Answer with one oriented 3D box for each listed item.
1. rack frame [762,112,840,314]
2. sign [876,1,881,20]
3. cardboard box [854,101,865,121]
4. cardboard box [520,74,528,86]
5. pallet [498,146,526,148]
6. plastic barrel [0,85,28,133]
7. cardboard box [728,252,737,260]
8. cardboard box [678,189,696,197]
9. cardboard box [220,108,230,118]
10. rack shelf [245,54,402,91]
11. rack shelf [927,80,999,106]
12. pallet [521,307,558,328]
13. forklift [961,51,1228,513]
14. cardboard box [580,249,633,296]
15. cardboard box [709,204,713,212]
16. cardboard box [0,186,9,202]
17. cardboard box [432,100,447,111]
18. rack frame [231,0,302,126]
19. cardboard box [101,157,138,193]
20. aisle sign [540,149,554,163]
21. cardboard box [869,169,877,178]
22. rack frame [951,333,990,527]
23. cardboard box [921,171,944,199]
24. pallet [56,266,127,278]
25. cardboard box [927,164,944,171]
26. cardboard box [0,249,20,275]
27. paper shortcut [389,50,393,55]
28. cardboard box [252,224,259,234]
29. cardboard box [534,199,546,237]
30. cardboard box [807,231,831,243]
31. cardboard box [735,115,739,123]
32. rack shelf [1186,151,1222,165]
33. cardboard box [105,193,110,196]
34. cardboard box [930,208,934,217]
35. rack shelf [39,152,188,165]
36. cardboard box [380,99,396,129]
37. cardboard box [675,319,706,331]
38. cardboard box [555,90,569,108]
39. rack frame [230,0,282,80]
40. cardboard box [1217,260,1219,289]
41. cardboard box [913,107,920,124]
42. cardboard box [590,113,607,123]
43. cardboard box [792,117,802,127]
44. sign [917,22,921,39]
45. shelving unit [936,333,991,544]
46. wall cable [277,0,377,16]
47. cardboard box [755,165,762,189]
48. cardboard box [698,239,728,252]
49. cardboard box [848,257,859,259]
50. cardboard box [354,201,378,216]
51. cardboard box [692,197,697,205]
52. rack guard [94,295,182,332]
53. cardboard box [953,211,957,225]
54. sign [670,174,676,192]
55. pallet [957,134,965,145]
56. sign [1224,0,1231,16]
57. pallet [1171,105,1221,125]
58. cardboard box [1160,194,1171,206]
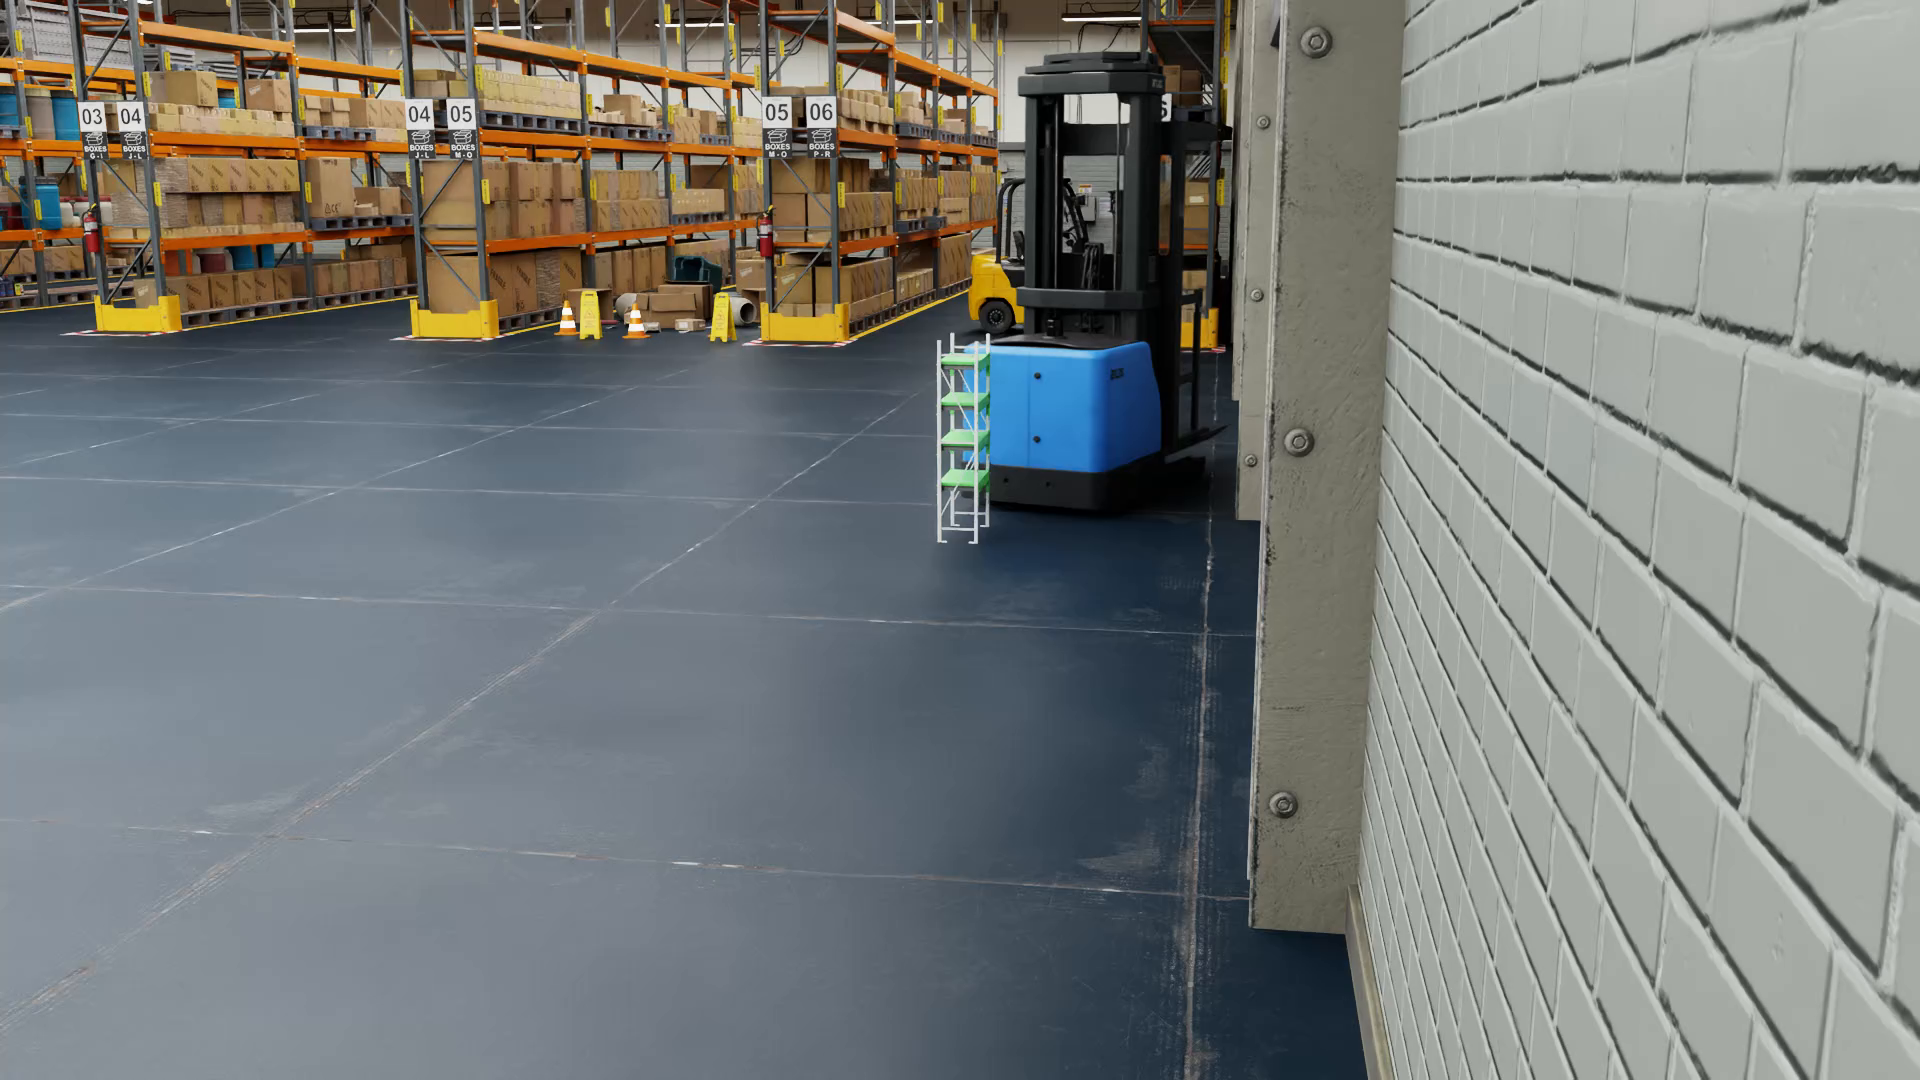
[{"bbox_3d":[-2.117,-4.175,22.245,1.000,3.000,0.127,2,12,9],"label":"rack frame"},{"bbox_3d":[-1.435,-9.324,29.306,0.100,0.325,0.005,2,12,9],"label":"sign"},{"bbox_3d":[-1.634,-6.022,23.347,0.500,0.250,0.500,2,12,10],"label":"cardboard box"},{"bbox_3d":[-6.461,-6.625,23.966,0.380,0.149,0.250,2,12,8],"label":"cardboard box"},{"bbox_3d":[-9.737,-8.840,36.983,1.003,0.211,1.213,2,12,9],"label":"pallet"},{"bbox_3d":[-16.324,-7.313,28.499,0.600,0.901,0.708,2,12,9],"label":"plastic barrel"},{"bbox_3d":[-4.920,-5.980,34.978,0.380,0.149,0.250,2,12,11],"label":"cardboard box"},{"bbox_3d":[-5.330,-6.716,32.226,0.380,0.149,0.250,2,12,10],"label":"cardboard box"},{"bbox_3d":[-11.384,-6.512,25.378,0.380,0.149,0.250,1,12,7],"label":"cardboard box"},{"bbox_3d":[-10.986,-8.130,29.017,1.077,0.370,4.000,2,12,9],"label":"rack shelf"},{"bbox_3d":[0.036,-9.475,35.254,1.077,0.370,4.000,2,12,9],"label":"rack shelf"},{"bbox_3d":[-6.788,-3.373,25.145,1.003,0.211,1.213,2,12,9],"label":"pallet"},{"bbox_3d":[1.127,-1.876,11.741,1.130,2.935,3.031,6,14,27],"label":"forklift"},{"bbox_3d":[-6.250,-4.585,28.493,1.050,0.750,0.750,2,12,9],"label":"cardboard box"},{"bbox_3d":[-5.162,-6.648,33.318,0.380,0.149,0.250,1,12,6],"label":"cardboard box"},{"bbox_3d":[-20.152,-7.056,34.381,0.700,0.500,0.500,4,13,19],"label":"cardboard box"},{"bbox_3d":[-7.307,-5.992,22.920,0.380,0.149,0.250,2,12,9],"label":"cardboard box"},{"bbox_3d":[-11.294,-8.261,26.967,1.000,3.000,0.127,2,12,9],"label":"rack frame"},{"bbox_3d":[-12.068,-5.302,24.156,0.500,0.500,0.500,2,12,9],"label":"cardboard box"},{"bbox_3d":[-9.733,-9.122,39.031,0.394,0.787,0.004,2,12,9],"label":"aisle sign"},{"bbox_3d":[-1.561,-5.971,27.102,0.380,0.149,0.250,2,12,7],"label":"cardboard box"},{"bbox_3d":[0.063,-0.672,10.263,0.240,1.200,0.015,2,12,9],"label":"rack frame"},{"bbox_3d":[-0.569,-6.473,30.296,0.500,0.500,0.500,1,12,7],"label":"cardboard box"},{"bbox_3d":[-19.745,-6.095,37.776,1.003,0.211,1.213,2,12,9],"label":"pallet"},{"bbox_3d":[-0.538,-7.602,33.998,0.380,0.149,0.250,2,12,7],"label":"cardboard box"},{"bbox_3d":[-19.957,-5.775,34.560,0.500,0.500,0.500,2,12,8],"label":"cardboard box"},{"bbox_3d":[-10.994,-9.454,32.170,0.009,0.170,0.078,12,-17,6],"label":"paper shortcut"},{"bbox_3d":[-11.278,-4.893,26.174,0.380,0.149,0.250,2,12,9],"label":"cardboard box"},{"bbox_3d":[-6.697,-4.806,24.816,0.875,0.550,0.500,2,12,9],"label":"cardboard box"},{"bbox_3d":[-1.860,-4.116,22.569,0.380,0.149,0.250,2,12,9],"label":"cardboard box"},{"bbox_3d":[-4.819,-8.753,34.591,0.380,0.149,0.250,1,12,6],"label":"cardboard box"},{"bbox_3d":[4.942,-8.044,34.785,1.077,0.370,4.000,2,12,9],"label":"rack shelf"},{"bbox_3d":[-19.422,-8.050,37.615,0.500,0.500,0.500,1,12,7],"label":"cardboard box"},{"bbox_3d":[-0.669,-5.735,29.083,0.380,0.149,0.250,2,12,8],"label":"cardboard box"},{"bbox_3d":[-19.544,-8.847,38.511,1.077,0.370,4.000,2,12,9],"label":"rack shelf"},{"bbox_3d":[-10.573,-7.706,30.088,0.500,0.500,0.500,2,12,9],"label":"cardboard box"},{"bbox_3d":[-3.911,-3.119,24.115,0.380,0.149,0.250,10,15,38],"label":"cardboard box"},{"bbox_3d":[-6.308,-6.723,25.367,0.500,0.250,0.500,2,12,8],"label":"cardboard box"},{"bbox_3d":[-14.957,-10.087,35.439,1.000,3.000,0.127,2,12,9],"label":"rack frame"},{"bbox_3d":[4.456,-4.844,30.285,0.500,0.500,0.500,2,12,9],"label":"cardboard box"},{"bbox_3d":[-0.939,-6.820,26.759,0.500,0.250,0.500,2,12,8],"label":"cardboard box"},{"bbox_3d":[-6.004,-6.952,27.376,0.250,0.149,0.380,2,12,9],"label":"cardboard box"},{"bbox_3d":[-2.338,-5.602,22.342,0.380,0.149,0.250,2,12,9],"label":"cardboard box"},{"bbox_3d":[-0.816,-10.163,33.196,0.100,0.325,0.005,2,12,9],"label":"sign"},{"bbox_3d":[0.025,-0.621,10.027,0.258,1.200,0.503,2,12,9],"label":"shelving unit"},{"bbox_3d":[-17.177,-15.393,44.646,3.097,2.526,0.112,2,12,9],"label":"wall cable"},{"bbox_3d":[-4.615,-7.900,36.216,0.500,0.500,0.500,1,12,7],"label":"cardboard box"},{"bbox_3d":[-5.043,-5.999,33.866,0.500,0.250,0.500,2,12,7],"label":"cardboard box"},{"bbox_3d":[-1.859,-4.121,25.746,0.500,0.500,0.500,2,12,11],"label":"cardboard box"},{"bbox_3d":[-10.668,-5.945,29.781,0.396,0.266,0.258,2,12,7],"label":"cardboard box"},{"bbox_3d":[-5.324,-6.570,32.251,0.380,0.149,0.250,2,12,8],"label":"cardboard box"},{"bbox_3d":[-11.897,-3.290,24.072,1.175,0.500,0.348,2,12,9],"label":"rack guard"},{"bbox_3d":[-0.342,-6.180,31.905,0.500,0.250,0.500,2,12,9],"label":"cardboard box"},{"bbox_3d":[-5.244,-6.528,30.417,0.100,0.325,0.005,2,12,9],"label":"sign"},{"bbox_3d":[-0.363,-7.853,32.648,0.805,0.209,1.217,1,12,6],"label":"pallet"},{"bbox_3d":[4.568,-9.130,28.403,0.100,0.325,0.005,2,12,9],"label":"sign"},{"bbox_3d":[2.923,-5.584,21.875,1.003,0.211,1.213,2,12,9],"label":"pallet"},{"bbox_3d":[2.565,-4.462,21.801,0.380,0.149,0.250,2,12,9],"label":"cardboard box"}]
